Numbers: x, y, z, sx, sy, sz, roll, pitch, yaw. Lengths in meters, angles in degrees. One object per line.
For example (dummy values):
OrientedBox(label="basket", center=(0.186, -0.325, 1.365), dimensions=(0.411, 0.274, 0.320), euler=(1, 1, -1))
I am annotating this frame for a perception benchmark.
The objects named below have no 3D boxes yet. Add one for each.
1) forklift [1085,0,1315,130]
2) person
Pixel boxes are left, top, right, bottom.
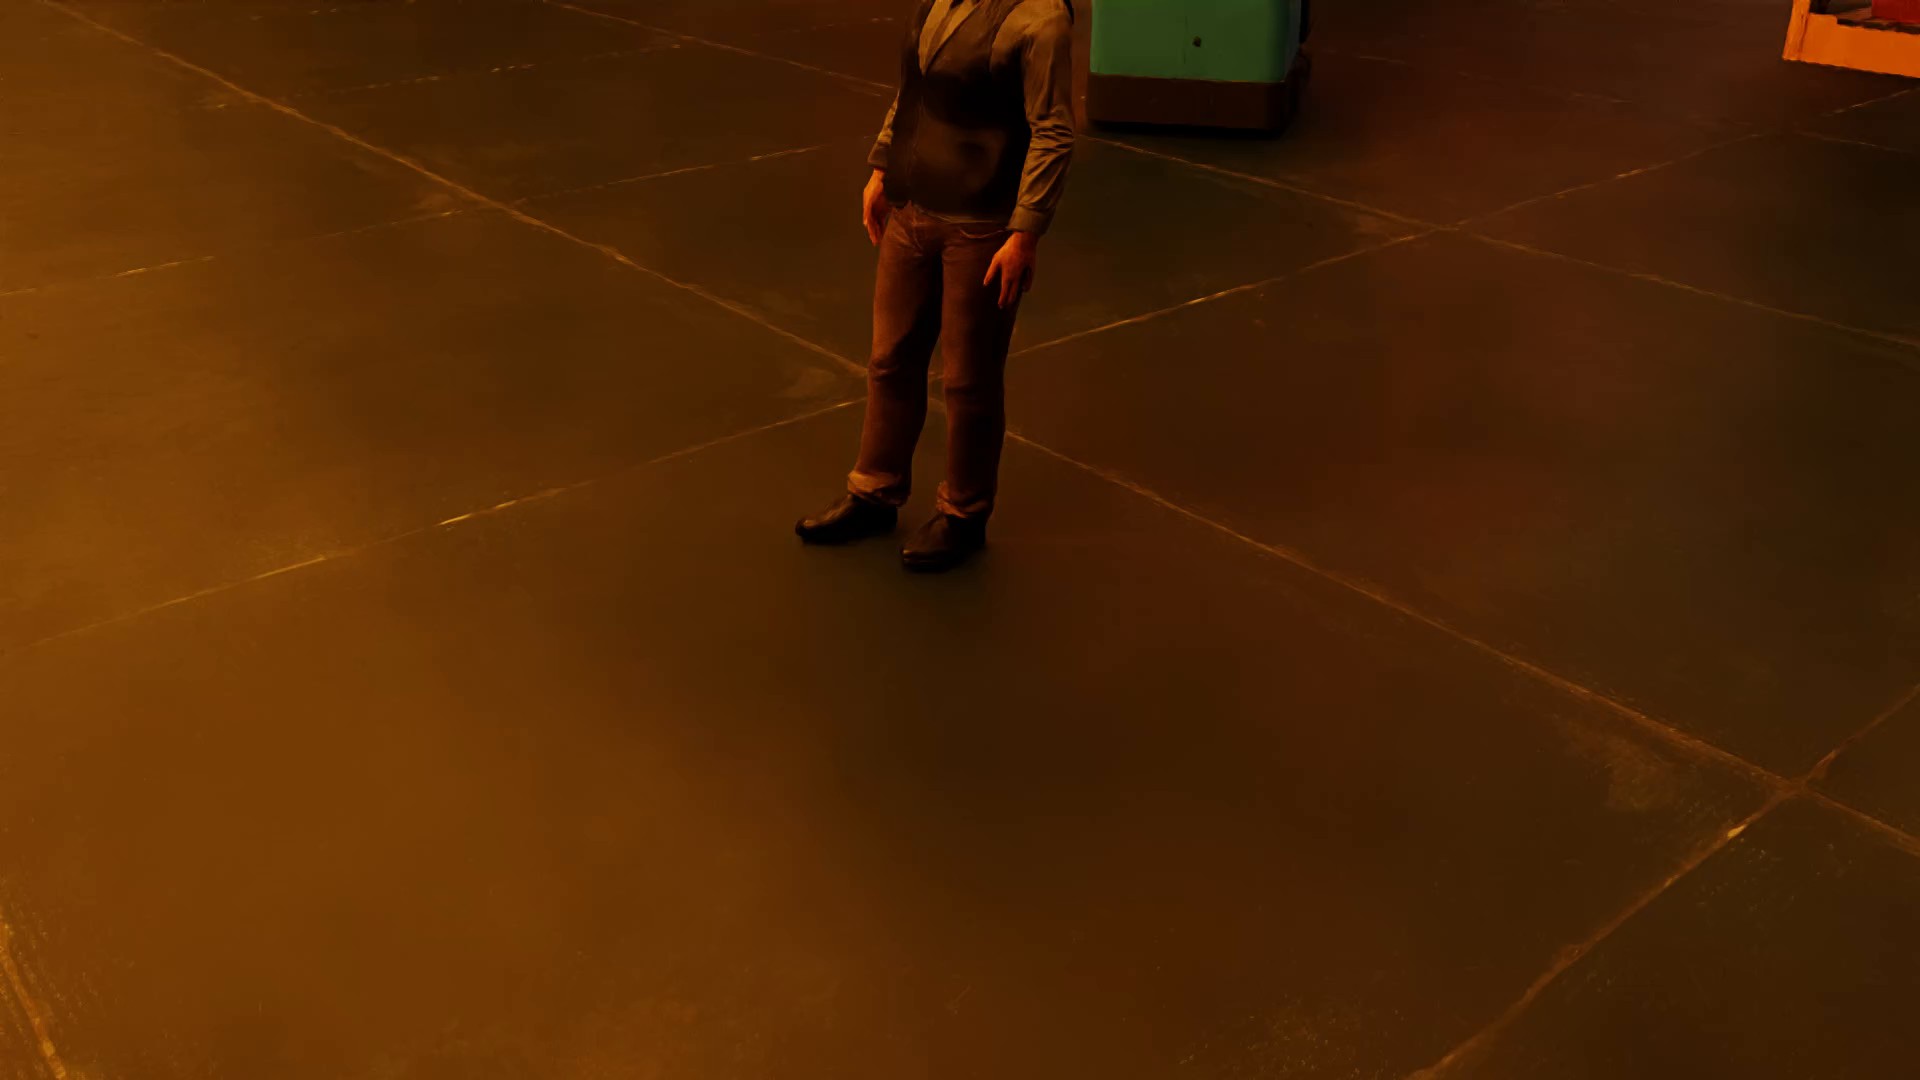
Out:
OrientedBox(label="forklift", center=(1.537, -4.080, 9.428), dimensions=(1.130, 2.935, 3.031), euler=(7, 27, 13))
OrientedBox(label="person", center=(-0.053, -0.762, 4.085), dimensions=(0.567, 1.720, 0.632), euler=(-20, 33, -35))
